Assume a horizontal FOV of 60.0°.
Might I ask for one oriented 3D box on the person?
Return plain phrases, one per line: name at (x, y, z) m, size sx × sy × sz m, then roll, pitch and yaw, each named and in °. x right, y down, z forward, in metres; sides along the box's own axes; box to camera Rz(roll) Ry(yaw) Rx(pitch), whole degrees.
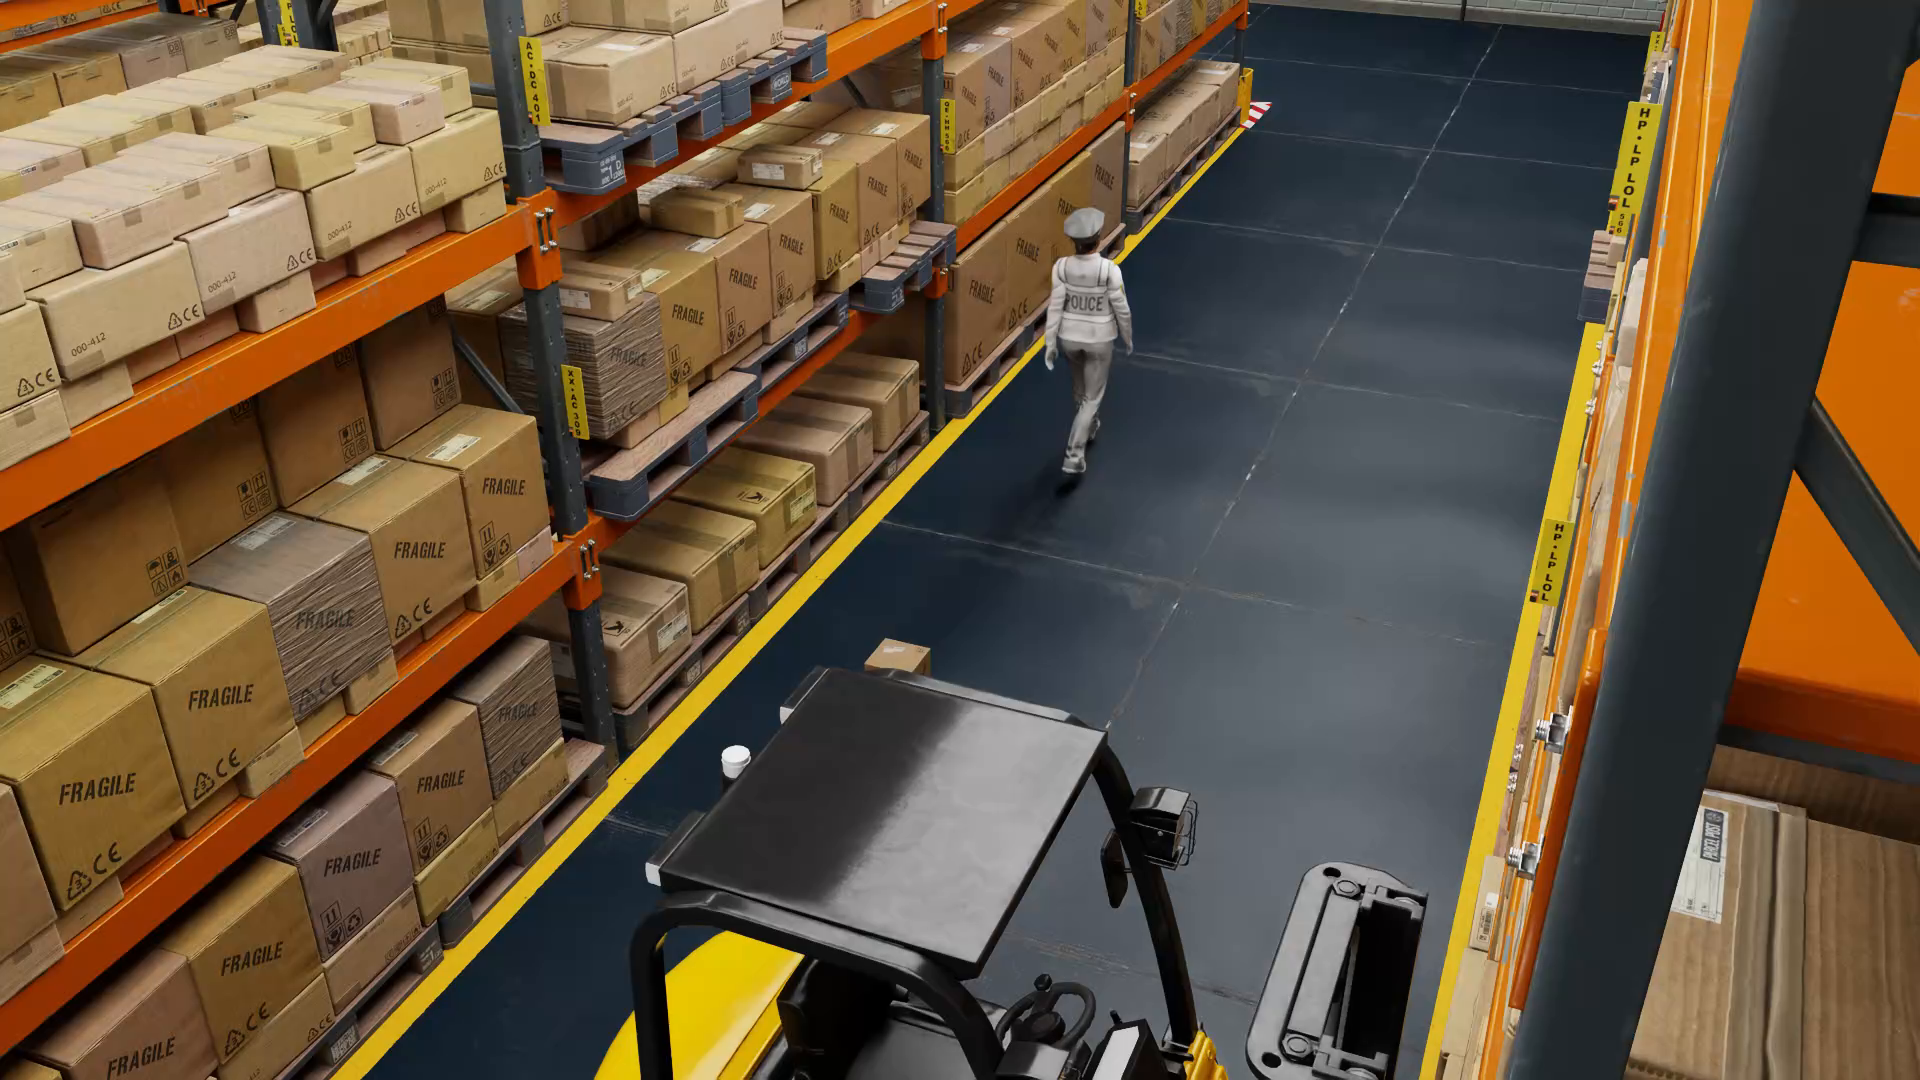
person at (0.799, -1.253, 10.274) m, size 0.505 × 1.641 × 0.971 m, roll 11°, pitch 32°, yaw 19°
